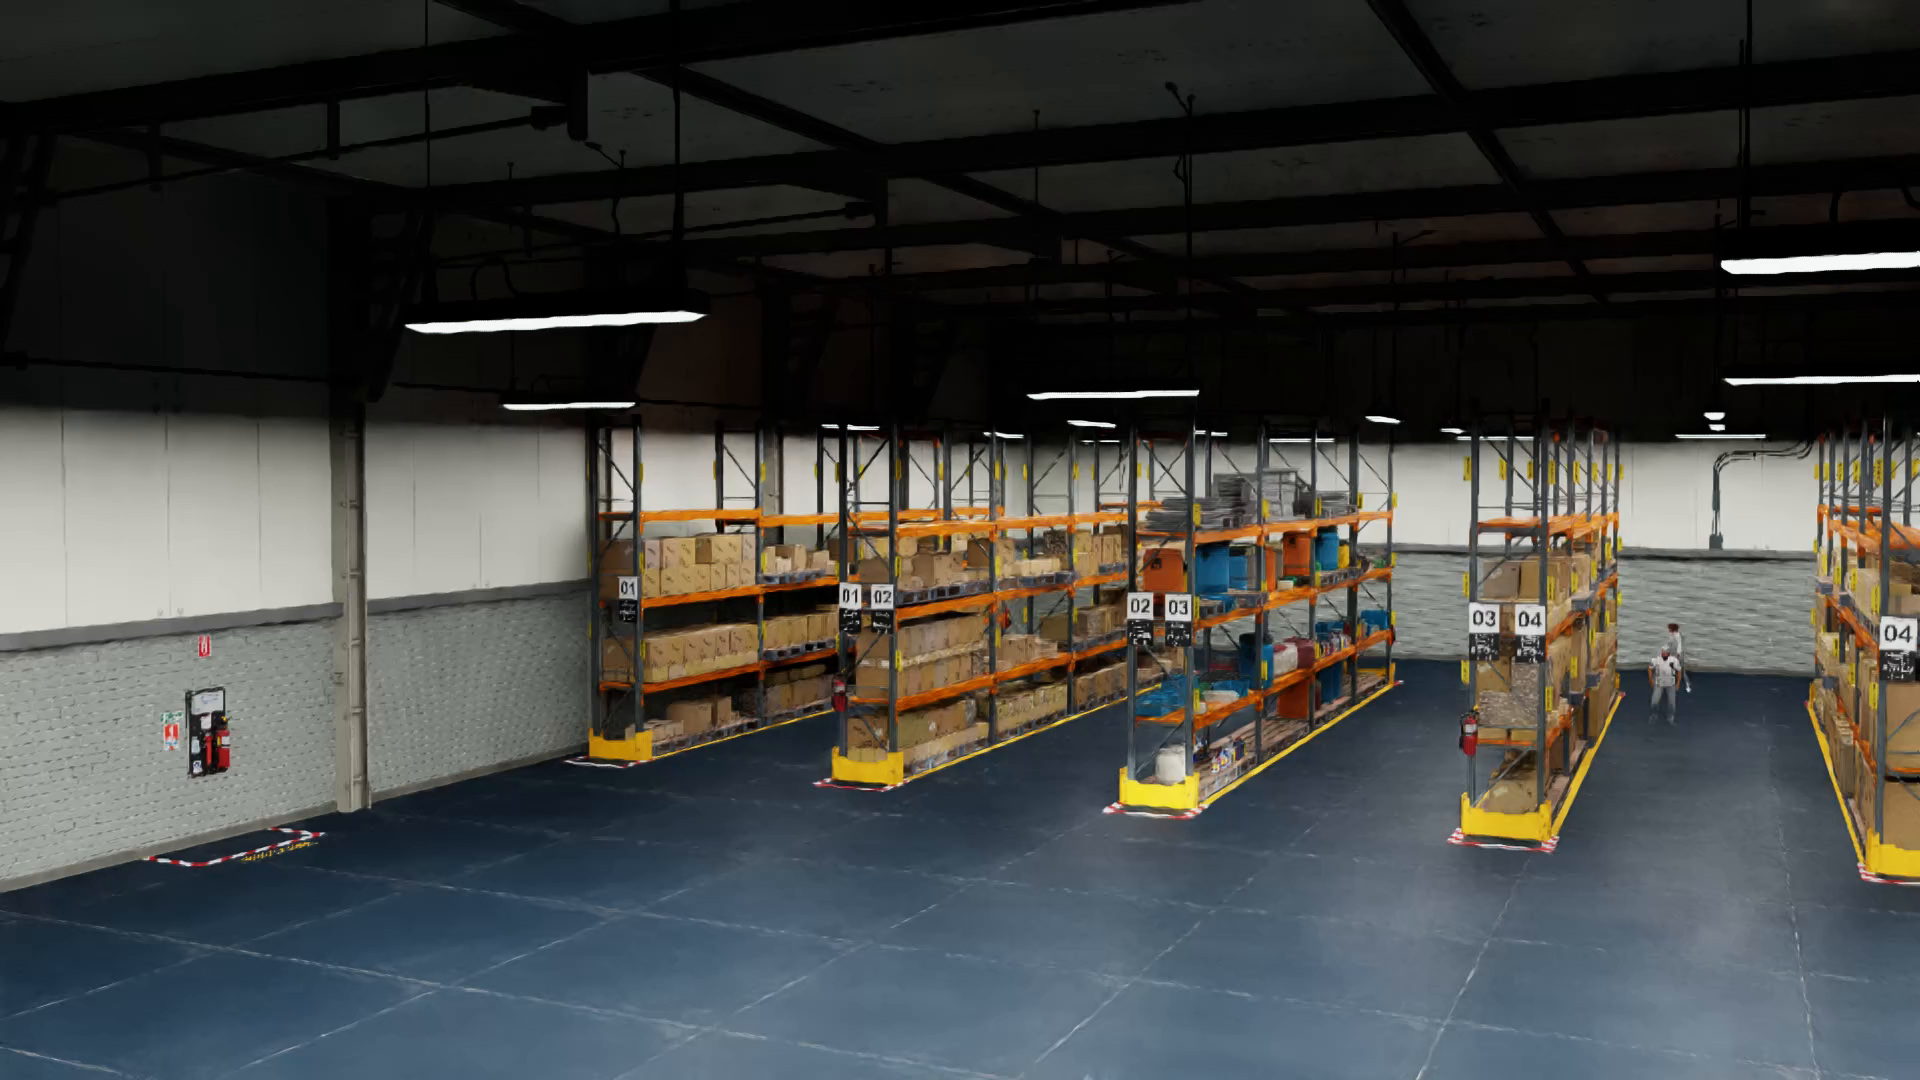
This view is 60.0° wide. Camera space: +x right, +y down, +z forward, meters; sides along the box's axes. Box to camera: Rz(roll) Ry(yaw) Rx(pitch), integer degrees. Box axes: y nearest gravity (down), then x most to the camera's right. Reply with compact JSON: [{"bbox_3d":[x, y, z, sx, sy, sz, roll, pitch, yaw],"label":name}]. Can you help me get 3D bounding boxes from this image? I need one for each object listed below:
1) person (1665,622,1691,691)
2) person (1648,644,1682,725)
[{"bbox_3d":[16.382,2.653,37.906,0.551,1.579,0.464,0,2,-6],"label":"person"},{"bbox_3d":[13.904,2.857,32.821,0.625,1.607,0.582,1,3,22],"label":"person"}]
